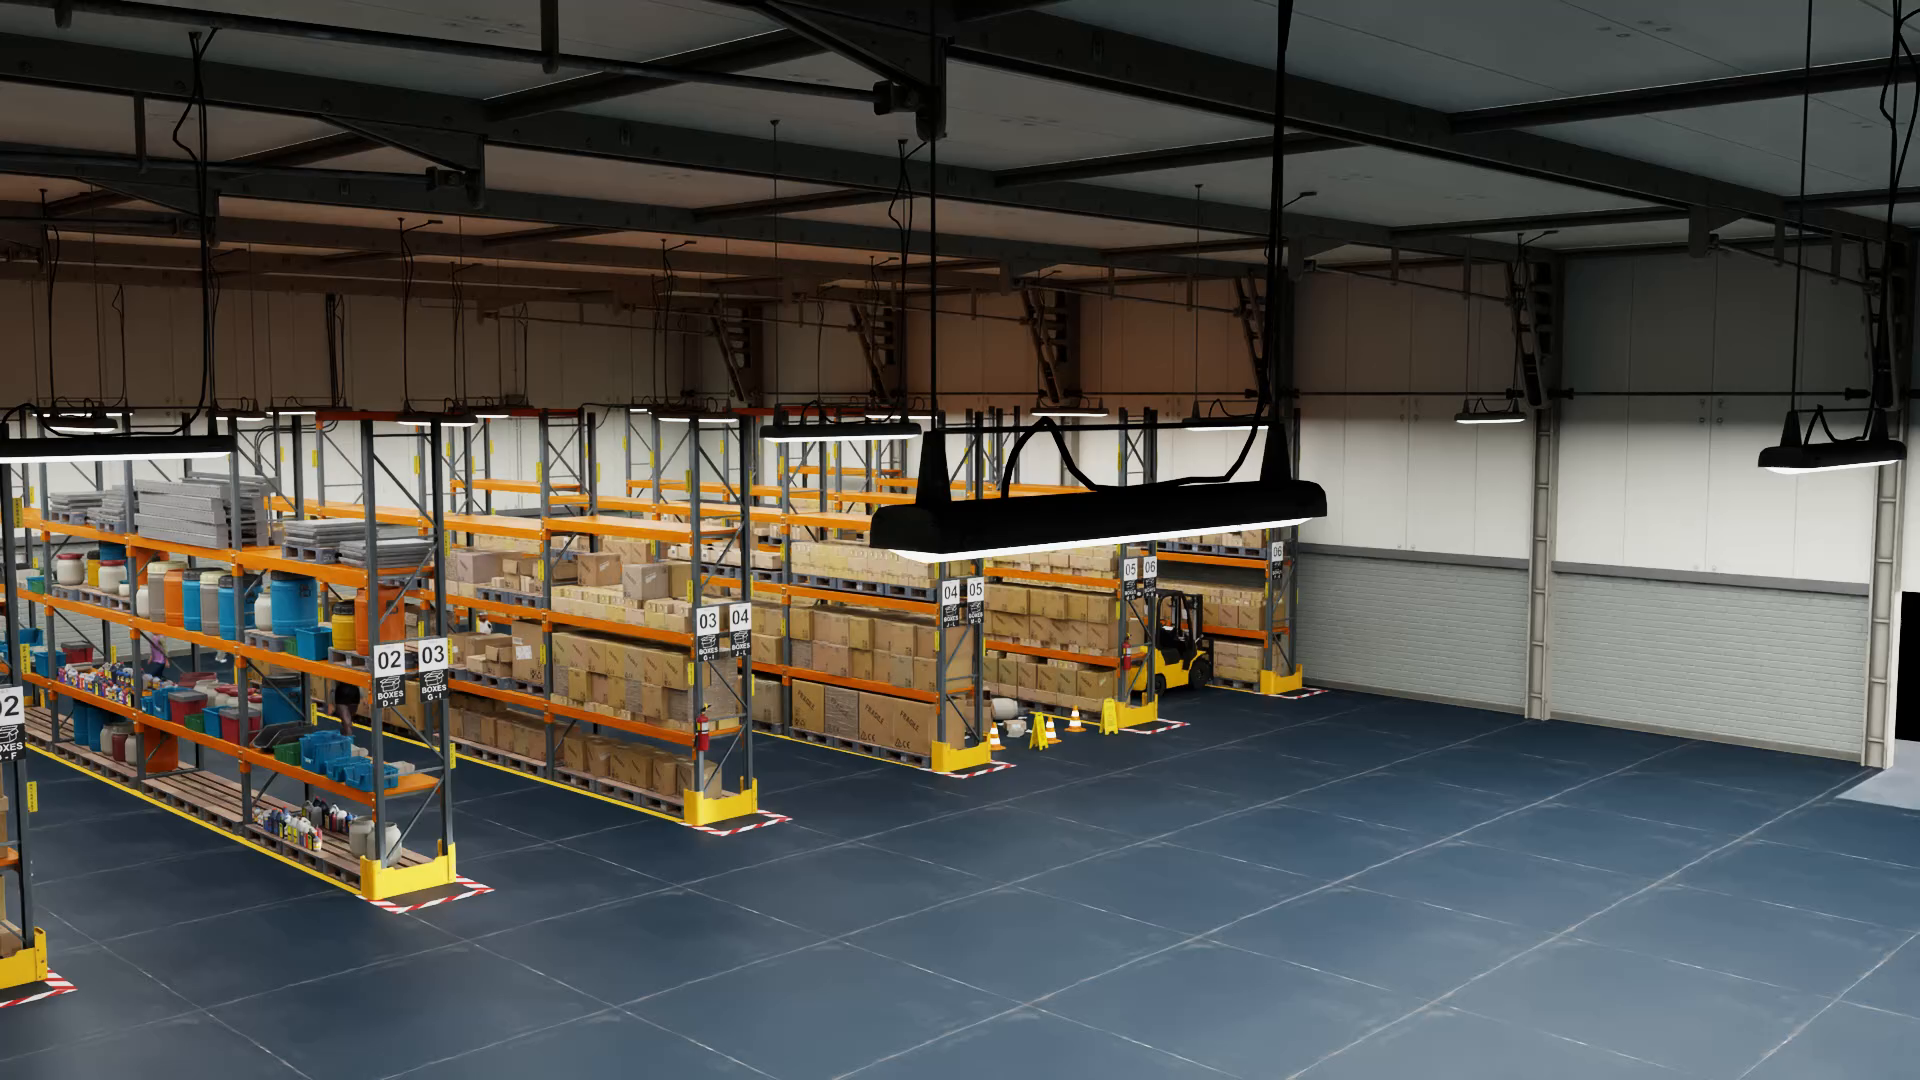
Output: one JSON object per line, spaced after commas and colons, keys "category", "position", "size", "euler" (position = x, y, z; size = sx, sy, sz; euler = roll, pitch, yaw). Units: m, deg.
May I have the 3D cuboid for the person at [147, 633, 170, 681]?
{"category": "person", "position": [-16.534, 2.515, 34.367], "size": [0.697, 1.578, 0.483], "euler": [-5, 7, -43]}

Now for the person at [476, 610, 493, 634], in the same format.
{"category": "person", "position": [-10.348, 2.300, 36.140], "size": [1.020, 1.627, 0.516], "euler": [5, 7, 42]}

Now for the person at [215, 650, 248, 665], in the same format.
{"category": "person", "position": [-16.844, 2.109, 38.413], "size": [1.099, 1.610, 0.469], "euler": [2, 5, 19]}

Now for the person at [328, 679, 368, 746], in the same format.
{"category": "person", "position": [-10.806, 2.887, 29.363], "size": [1.074, 1.663, 0.638], "euler": [5, 7, 44]}
